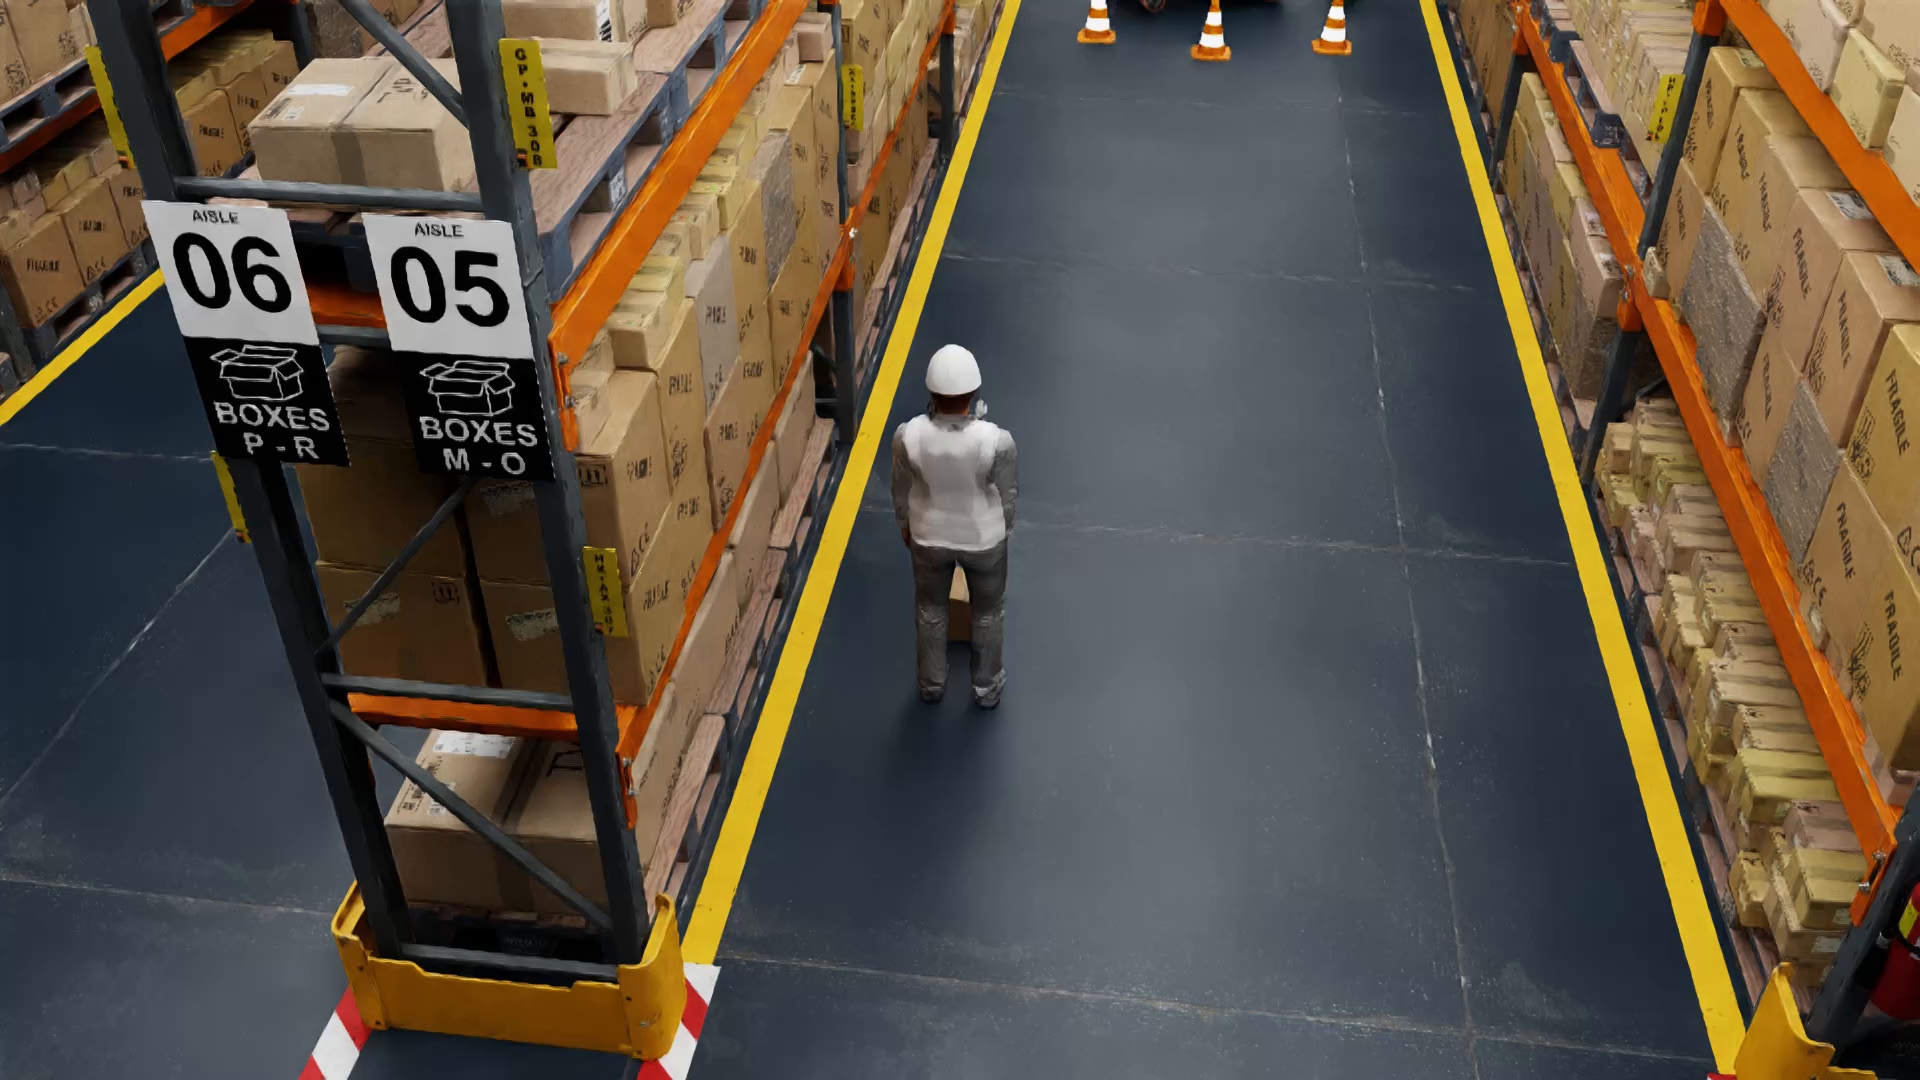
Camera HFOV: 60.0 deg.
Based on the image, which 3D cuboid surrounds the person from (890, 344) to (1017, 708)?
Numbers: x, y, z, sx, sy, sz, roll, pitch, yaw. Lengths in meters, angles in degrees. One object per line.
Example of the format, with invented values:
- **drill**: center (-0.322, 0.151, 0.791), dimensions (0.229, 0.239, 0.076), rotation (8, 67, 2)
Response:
- **person**: center (-0.024, -0.042, 7.085), dimensions (0.533, 1.765, 0.358), rotation (5, 36, 6)
